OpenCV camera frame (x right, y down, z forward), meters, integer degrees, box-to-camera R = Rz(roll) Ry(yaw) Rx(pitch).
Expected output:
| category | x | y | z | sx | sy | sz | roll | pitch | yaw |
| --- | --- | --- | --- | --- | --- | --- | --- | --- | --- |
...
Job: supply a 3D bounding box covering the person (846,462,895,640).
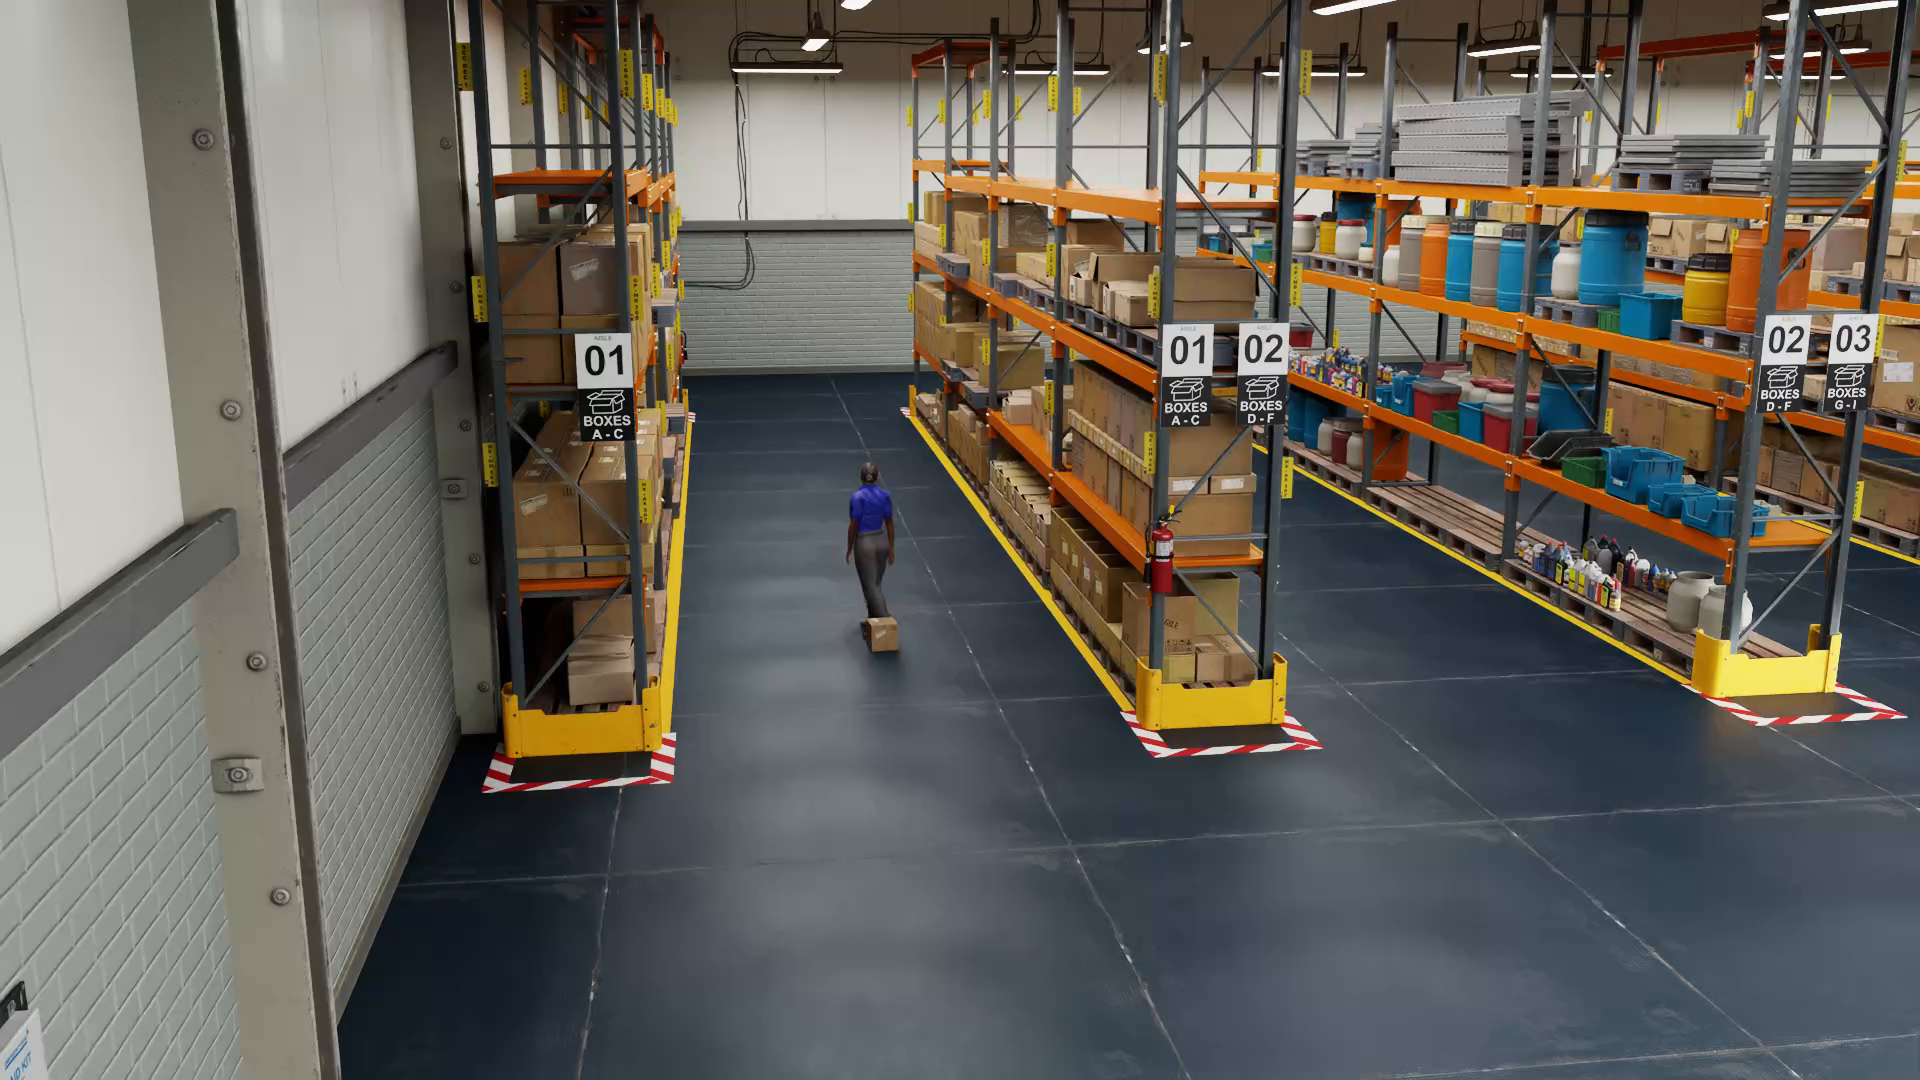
| category | x | y | z | sx | sy | sz | roll | pitch | yaw |
| --- | --- | --- | --- | --- | --- | --- | --- | --- | --- |
| person | -0.810 | 0.094 | 15.589 | 0.504 | 1.641 | 0.606 | -12 | 18 | -41 |
